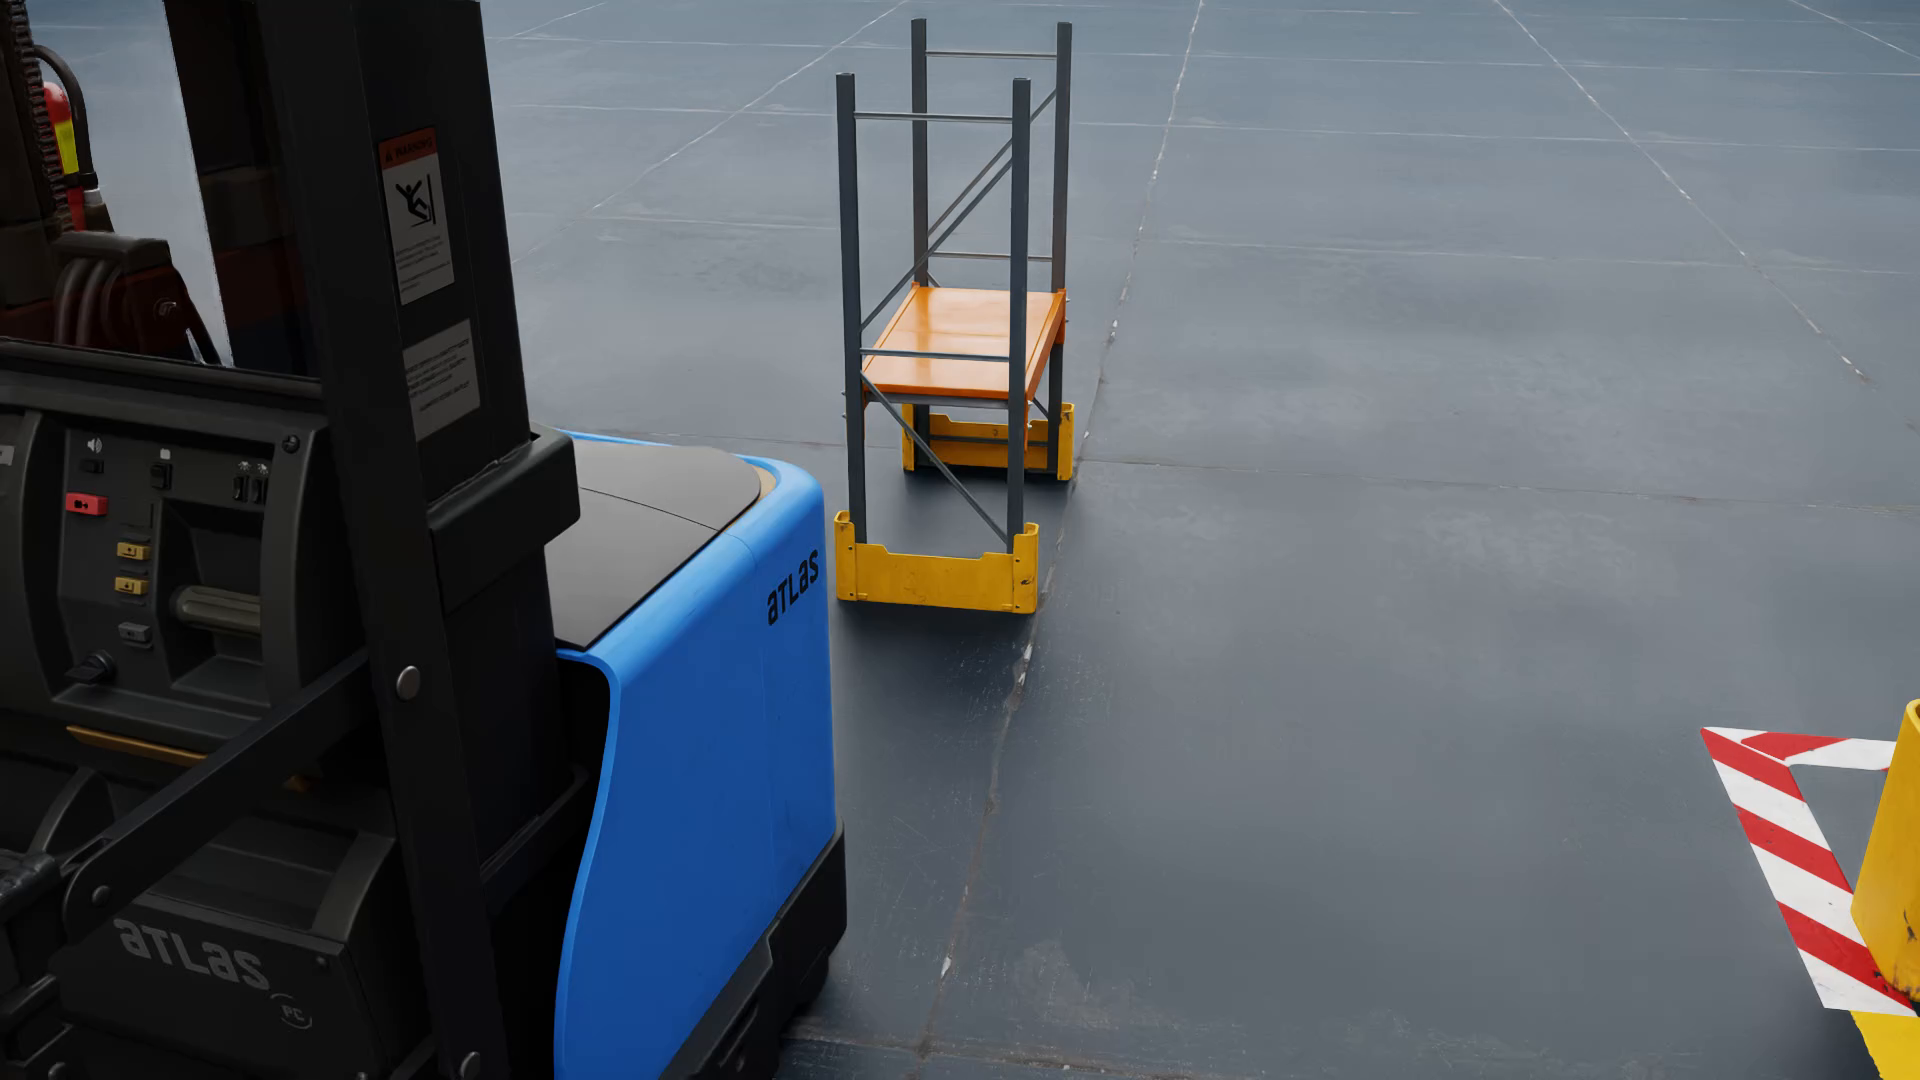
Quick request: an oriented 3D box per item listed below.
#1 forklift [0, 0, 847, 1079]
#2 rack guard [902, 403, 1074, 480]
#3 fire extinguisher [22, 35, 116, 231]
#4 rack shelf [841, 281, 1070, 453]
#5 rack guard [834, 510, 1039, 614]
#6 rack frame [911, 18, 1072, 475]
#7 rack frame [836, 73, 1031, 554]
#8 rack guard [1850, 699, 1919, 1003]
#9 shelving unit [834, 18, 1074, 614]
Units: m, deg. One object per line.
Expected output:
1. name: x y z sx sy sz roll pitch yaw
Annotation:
1. forklift: -1.199 0.028 1.734 1.130 2.935 3.031 8 26 17
2. rack guard: 0.094 -0.353 5.710 0.587 0.250 0.087 4 25 9
3. fire extinguisher: -1.987 -0.834 3.585 0.296 0.674 0.183 4 25 9
4. rack shelf: 0.014 -0.552 5.085 0.538 0.185 1.000 4 25 9
5. rack guard: -0.069 0.063 4.820 0.587 0.250 0.087 4 25 9
6. rack frame: 0.097 -0.928 5.462 0.500 1.500 0.032 4 25 9
7. rack frame: -0.069 -0.502 4.554 0.500 1.500 0.032 4 25 9
8. rack guard: 2.460 0.657 3.257 1.175 0.500 0.348 4 25 9
9. shelving unit: 0.012 -0.711 5.000 0.587 1.500 1.083 4 25 9
